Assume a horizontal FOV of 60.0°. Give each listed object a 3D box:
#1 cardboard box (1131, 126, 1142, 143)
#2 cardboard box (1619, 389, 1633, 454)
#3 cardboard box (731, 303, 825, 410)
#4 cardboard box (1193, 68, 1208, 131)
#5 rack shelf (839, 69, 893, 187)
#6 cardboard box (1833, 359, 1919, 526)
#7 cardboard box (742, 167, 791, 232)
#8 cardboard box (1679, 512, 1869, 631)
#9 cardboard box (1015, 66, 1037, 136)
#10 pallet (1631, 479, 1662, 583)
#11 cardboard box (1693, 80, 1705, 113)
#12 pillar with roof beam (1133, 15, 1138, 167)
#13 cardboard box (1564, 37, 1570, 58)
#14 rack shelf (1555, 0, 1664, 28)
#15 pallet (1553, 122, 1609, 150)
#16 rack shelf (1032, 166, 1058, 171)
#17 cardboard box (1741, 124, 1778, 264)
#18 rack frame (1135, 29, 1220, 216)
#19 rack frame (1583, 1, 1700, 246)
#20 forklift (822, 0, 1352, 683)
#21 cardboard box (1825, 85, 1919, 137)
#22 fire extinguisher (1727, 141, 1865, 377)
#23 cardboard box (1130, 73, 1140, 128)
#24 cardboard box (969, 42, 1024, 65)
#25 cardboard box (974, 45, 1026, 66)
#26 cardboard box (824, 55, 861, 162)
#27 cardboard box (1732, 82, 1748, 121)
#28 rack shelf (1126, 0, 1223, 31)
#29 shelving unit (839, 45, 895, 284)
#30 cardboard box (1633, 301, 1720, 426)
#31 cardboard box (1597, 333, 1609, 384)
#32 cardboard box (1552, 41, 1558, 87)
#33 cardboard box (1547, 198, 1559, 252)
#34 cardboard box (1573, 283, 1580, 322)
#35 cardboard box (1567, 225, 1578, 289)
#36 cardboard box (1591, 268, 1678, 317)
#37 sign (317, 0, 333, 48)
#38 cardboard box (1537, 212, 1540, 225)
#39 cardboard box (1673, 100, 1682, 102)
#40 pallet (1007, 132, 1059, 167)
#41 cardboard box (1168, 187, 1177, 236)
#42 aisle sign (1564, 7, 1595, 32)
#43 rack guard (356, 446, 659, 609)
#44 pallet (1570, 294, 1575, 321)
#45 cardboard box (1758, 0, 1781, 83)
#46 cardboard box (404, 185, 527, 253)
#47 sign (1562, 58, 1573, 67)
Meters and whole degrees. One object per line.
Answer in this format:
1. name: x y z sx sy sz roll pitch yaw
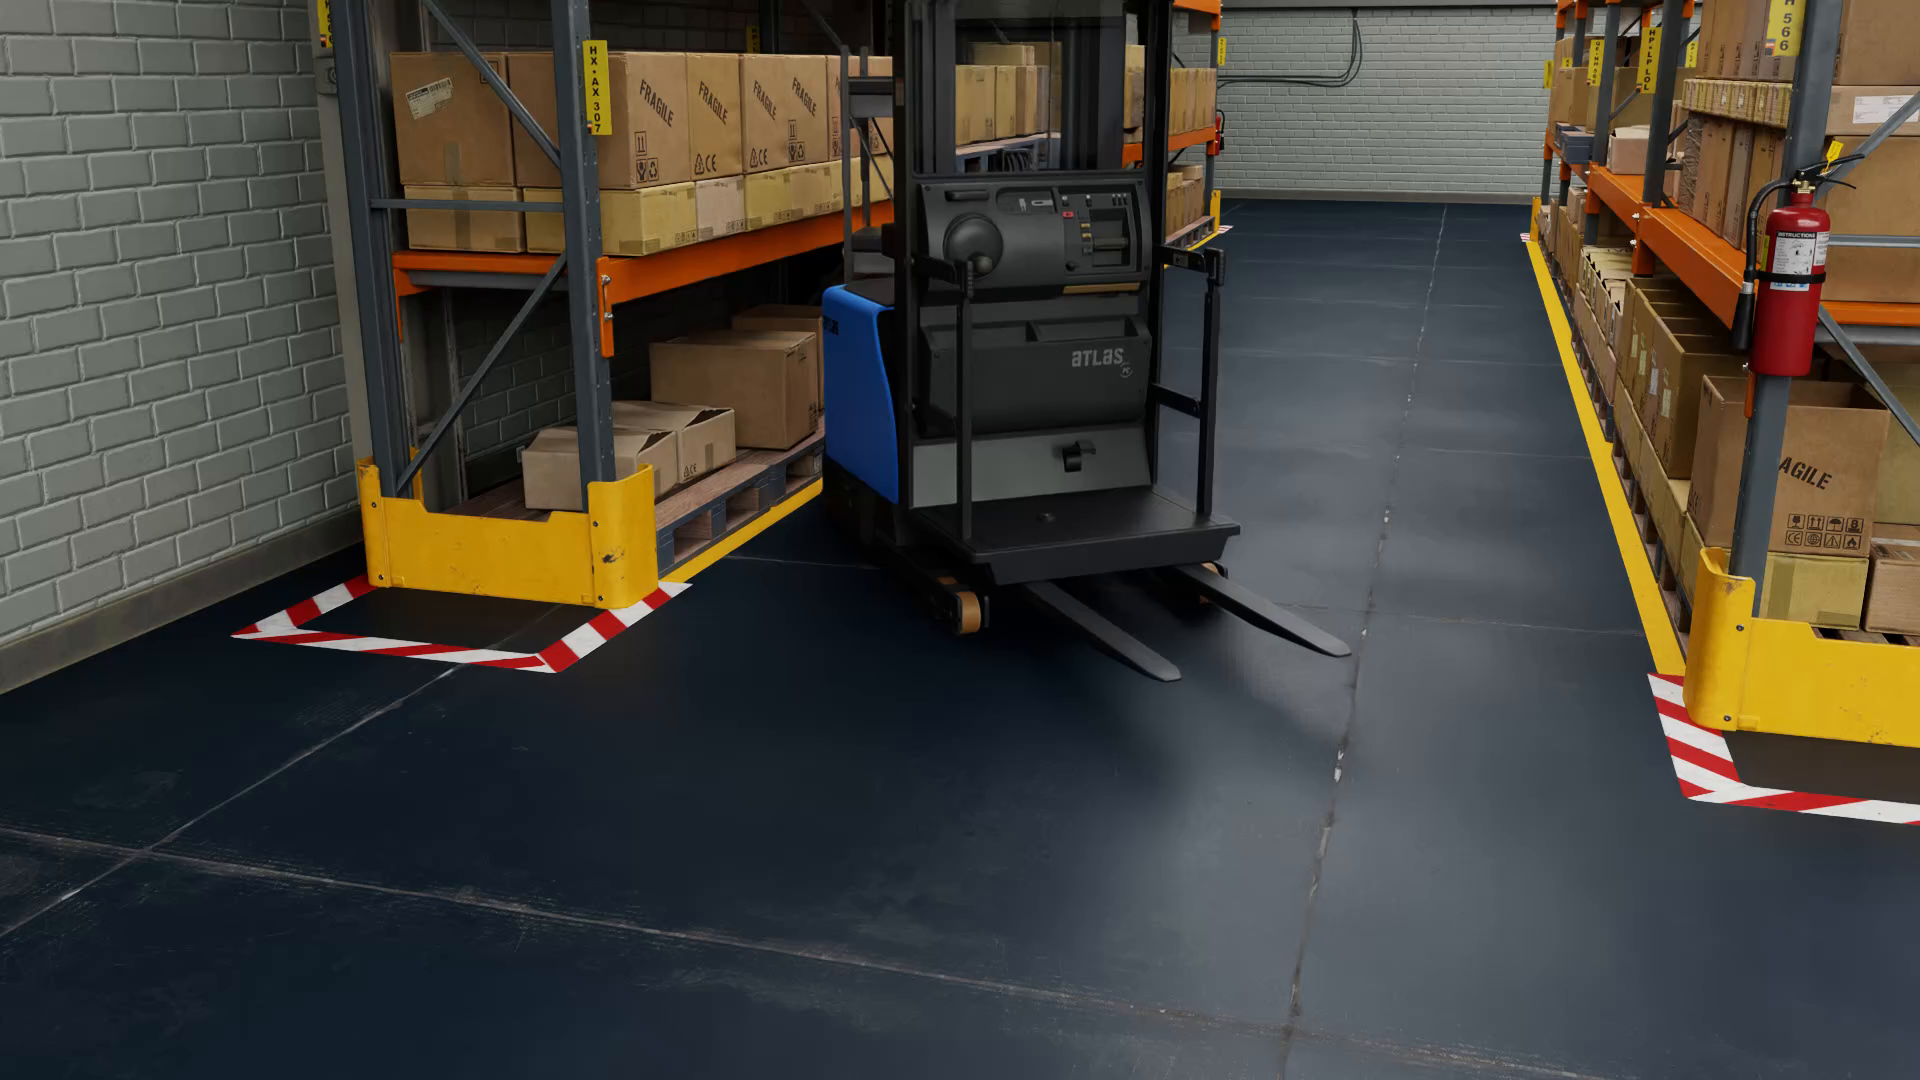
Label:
1. cardboard box: 1.580 -3.955 16.198 0.380 0.149 0.250 5 16 16
2. cardboard box: 3.497 -0.557 8.065 0.500 0.250 0.500 5 16 16
3. cardboard box: -0.941 -1.023 9.215 0.500 0.500 0.500 3 16 12
4. cardboard box: 2.395 -5.247 19.783 0.980 0.700 0.700 4 16 15
5. rack shelf: -0.304 -1.918 7.728 0.431 0.518 0.480 2 16 7
6. cardboard box: 3.436 -0.353 5.973 0.500 0.500 0.500 5 16 16
7. cardboard box: -1.093 -1.553 7.545 0.500 0.250 0.500 4 16 15
8. cardboard box: 2.799 0.098 5.755 0.500 0.250 0.500 5 16 16
9. cardboard box: 0.196 -3.323 12.559 0.700 0.500 0.500 3 16 11
10. pallet: 3.456 -0.039 7.081 1.003 0.211 1.213 5 16 16
11. cardboard box: 3.662 -2.077 7.784 0.380 0.149 0.250 4 16 14
12. pillar with roof beam: 6.792 -8.754 21.703 9.100 9.000 0.400 5 16 16
13. cardboard box: 6.378 -4.815 16.791 0.500 0.500 0.500 4 16 15
14. rack shelf: 6.908 -5.619 17.464 1.077 0.370 4.000 5 16 16
15. pallet: 6.008 -3.706 15.250 1.003 0.211 1.213 5 16 16
16. rack shelf: -0.116 -2.466 11.846 1.077 0.370 4.000 5 16 16
17. cardboard box: 3.366 -1.296 6.218 0.700 0.500 0.500 5 17 16
18. rack frame: 2.726 -5.429 20.971 1.000 3.000 0.127 5 16 16
19. rack frame: 5.203 -2.952 12.241 1.000 3.000 0.127 5 16 16
20. forklift: 0.379 -1.188 6.147 1.130 2.935 3.031 -6 17 -20
21. cardboard box: 2.856 -1.334 5.165 0.380 0.149 0.250 4 16 15
22. fire extinguisher: 2.451 -0.827 4.891 0.296 0.674 0.183 5 16 16
23. cardboard box: 1.414 -4.178 15.796 0.500 0.500 0.500 5 16 16
24. cardboard box: 0.333 -4.036 13.922 0.500 0.250 0.500 5 17 17
25. cardboard box: 0.306 -3.729 12.803 0.380 0.149 0.250 2 16 7
26. cardboard box: -0.812 -2.178 8.374 0.500 0.500 0.500 4 16 14
27. cardboard box: 3.294 -1.740 6.596 0.380 0.149 0.250 4 16 15
28. rack shelf: 2.158 -6.002 18.815 1.077 0.370 4.000 5 16 16
29. shelving unit: -0.304 -1.258 7.915 0.431 2.100 0.503 2 16 7
30. cardboard box: 3.351 -0.787 7.503 0.500 0.500 0.500 5 16 16
31. cardboard box: 4.052 -1.048 9.797 0.500 0.250 0.500 4 16 15
32. cardboard box: 7.098 -5.479 19.133 0.500 0.500 0.500 5 17 18
33. cardboard box: 6.230 -3.179 16.815 0.500 0.500 0.500 5 16 16
34. cardboard box: 4.773 -1.717 12.156 0.500 0.250 0.500 5 16 16
35. cardboard box: 5.391 -2.360 13.926 0.500 0.500 0.500 4 16 14
36. cardboard box: 4.339 -1.581 10.649 0.500 0.311 0.500 4 16 15
37. sign: -2.347 -2.000 6.182 0.100 0.325 0.005 5 16 16
38. cardboard box: 6.957 -3.746 19.424 0.380 0.166 0.250 5 16 16
39. cardboard box: 4.742 -2.560 10.675 0.500 0.500 0.500 4 16 13
40. pallet: 0.352 -3.049 12.932 1.213 0.211 1.003 5 16 16
41. cardboard box: 2.046 -3.700 18.690 0.700 0.500 0.500 4 16 15
42. aisle sign: 7.215 -6.337 19.409 0.394 0.787 0.004 5 16 16
43. rack guard: -1.799 -0.060 6.624 1.175 0.500 0.348 5 16 16
44. pallet: 5.452 -1.803 13.300 1.003 0.211 1.213 5 16 16
45. cardboard box: 3.376 -1.937 6.099 0.700 0.500 0.500 5 16 16
46. cardboard box: -1.874 -1.317 6.715 0.500 0.250 0.500 5 17 17
47. sign: 5.818 -4.455 15.954 0.100 0.325 0.005 5 16 16
